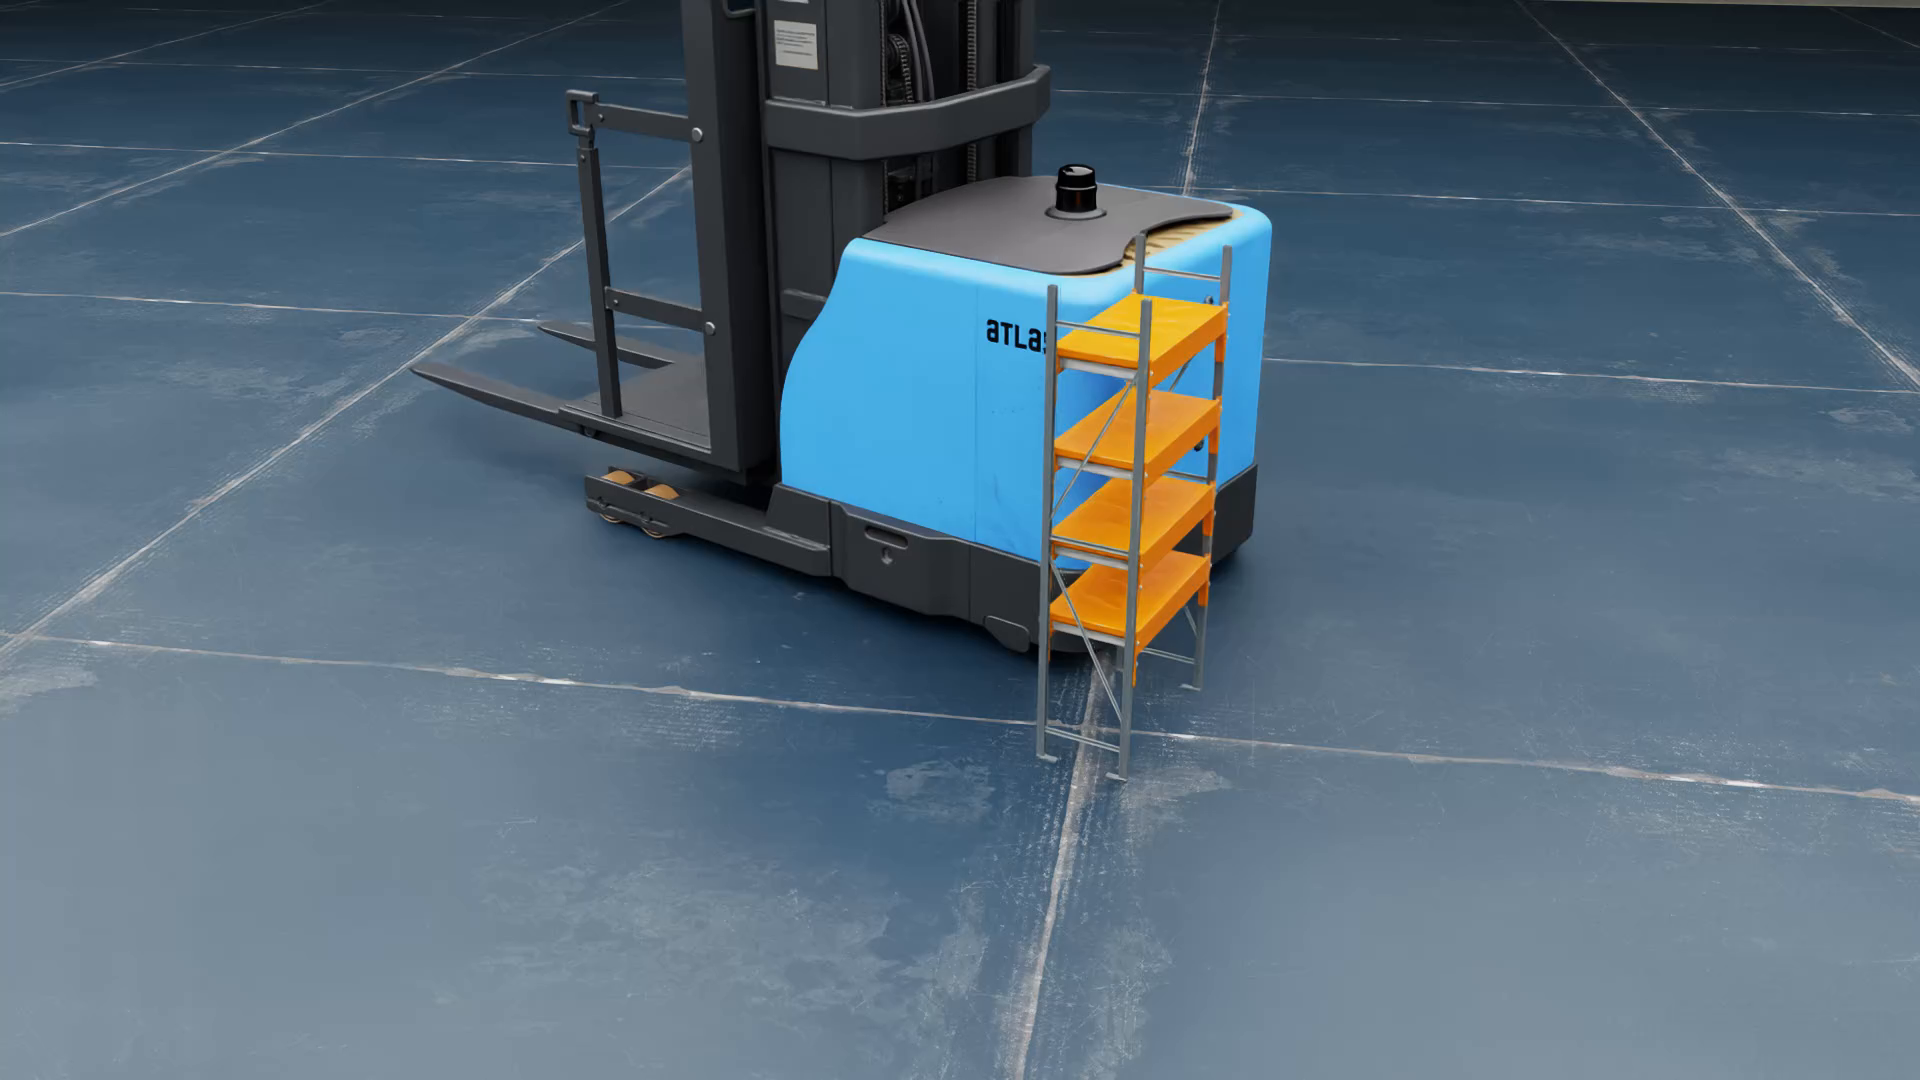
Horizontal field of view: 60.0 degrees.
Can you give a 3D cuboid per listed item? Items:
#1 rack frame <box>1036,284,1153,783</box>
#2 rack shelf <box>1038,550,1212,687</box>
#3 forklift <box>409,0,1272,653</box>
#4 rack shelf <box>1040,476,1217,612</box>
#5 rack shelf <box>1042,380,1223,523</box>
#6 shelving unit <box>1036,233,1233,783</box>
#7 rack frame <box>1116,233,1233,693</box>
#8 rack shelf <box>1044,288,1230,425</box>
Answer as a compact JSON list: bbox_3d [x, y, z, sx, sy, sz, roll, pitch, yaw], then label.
[{"bbox_3d":[0.297,0.015,3.804,0.240,1.200,0.015,13,28,26],"label":"rack frame"},{"bbox_3d":[0.414,0.165,4.110,0.258,0.148,0.480,13,28,26],"label":"rack shelf"},{"bbox_3d":[-0.591,-1.497,4.991,3.031,2.935,1.130,17,30,32],"label":"forklift"},{"bbox_3d":[0.414,-0.015,4.026,0.258,0.148,0.480,13,28,26],"label":"rack shelf"},{"bbox_3d":[0.414,-0.218,3.931,0.258,0.148,0.480,13,28,26],"label":"rack shelf"},{"bbox_3d":[0.414,-0.076,3.998,0.258,1.200,0.503,13,28,26],"label":"shelving unit"},{"bbox_3d":[0.531,-0.167,4.192,0.240,1.200,0.015,13,28,26],"label":"rack frame"},{"bbox_3d":[0.414,-0.432,3.831,0.258,0.148,0.480,13,28,26],"label":"rack shelf"}]
